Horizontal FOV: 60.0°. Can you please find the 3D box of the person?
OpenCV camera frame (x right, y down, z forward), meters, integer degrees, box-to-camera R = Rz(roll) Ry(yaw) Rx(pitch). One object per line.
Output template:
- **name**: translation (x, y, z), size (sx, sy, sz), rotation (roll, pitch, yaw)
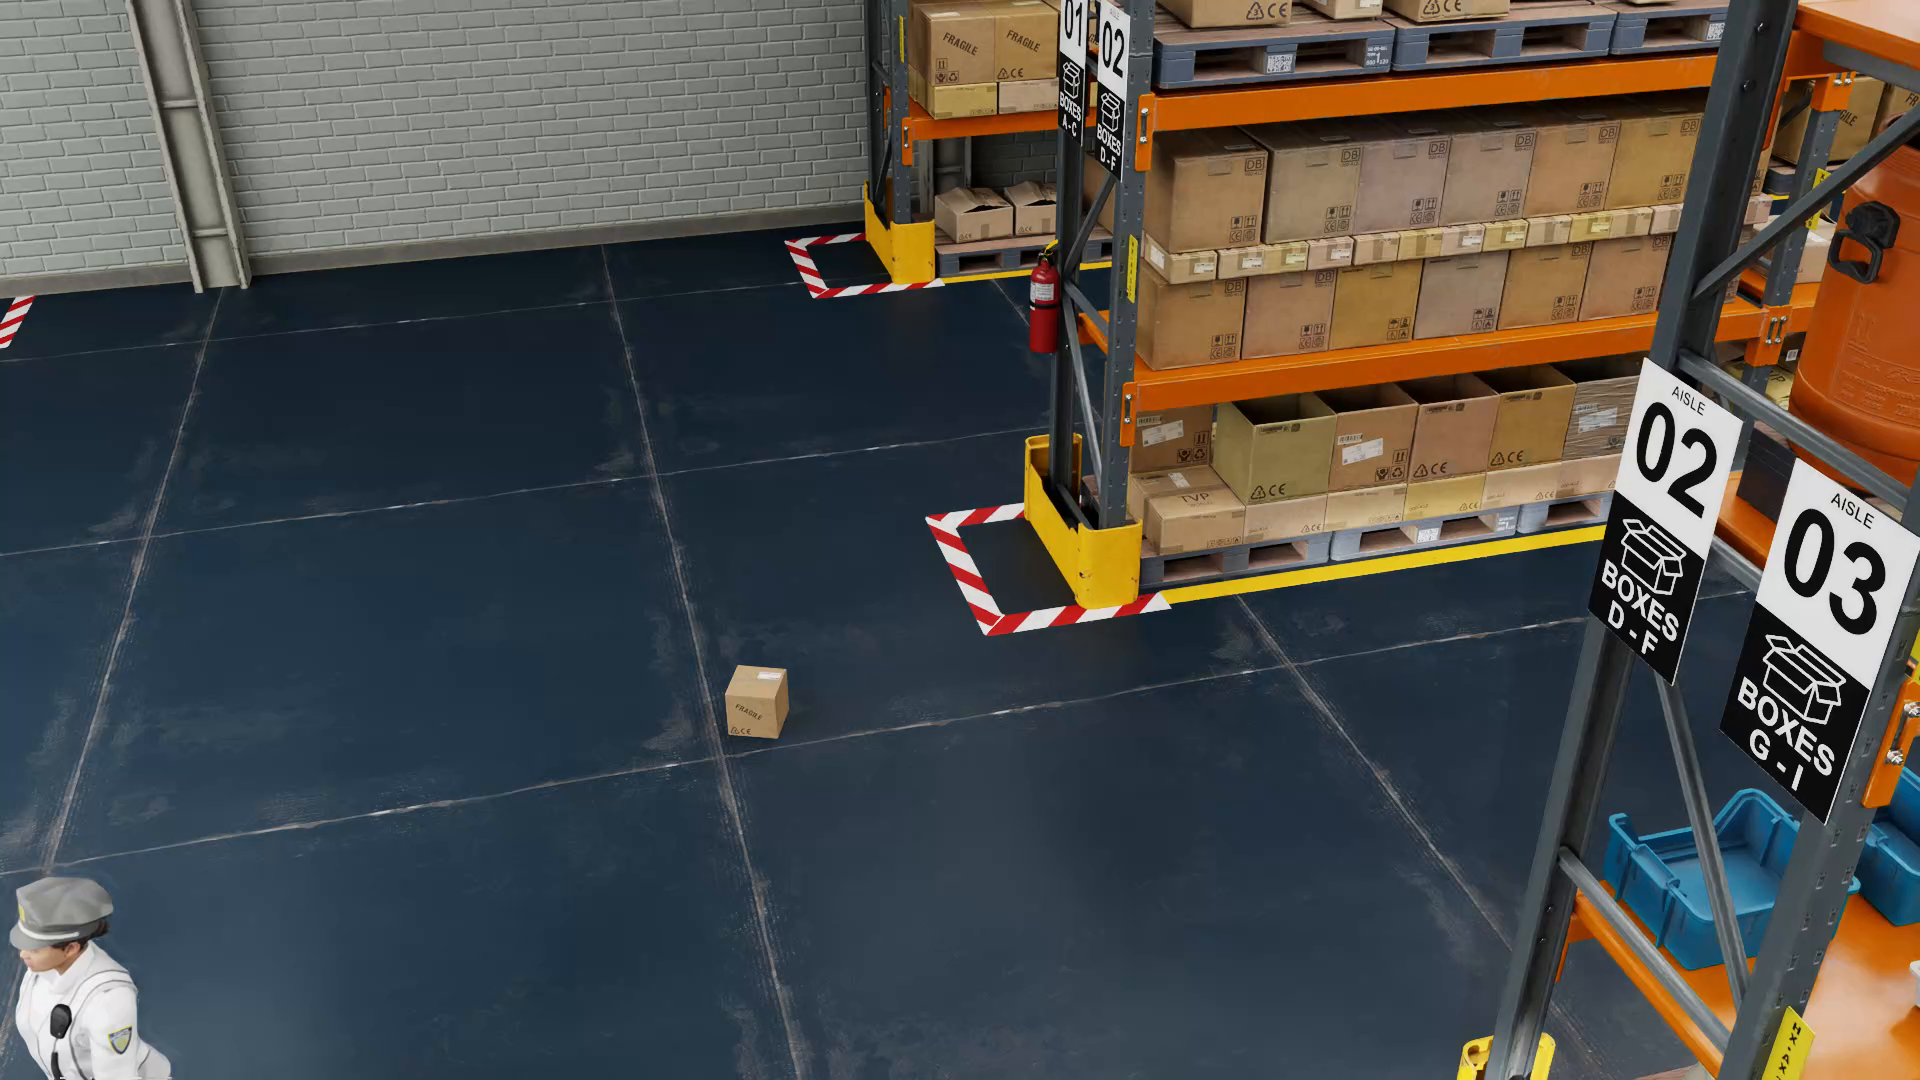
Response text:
- **person**: translation (-2.683, 1.792, 5.192), size (0.494, 1.744, 0.695), rotation (18, 35, 28)
